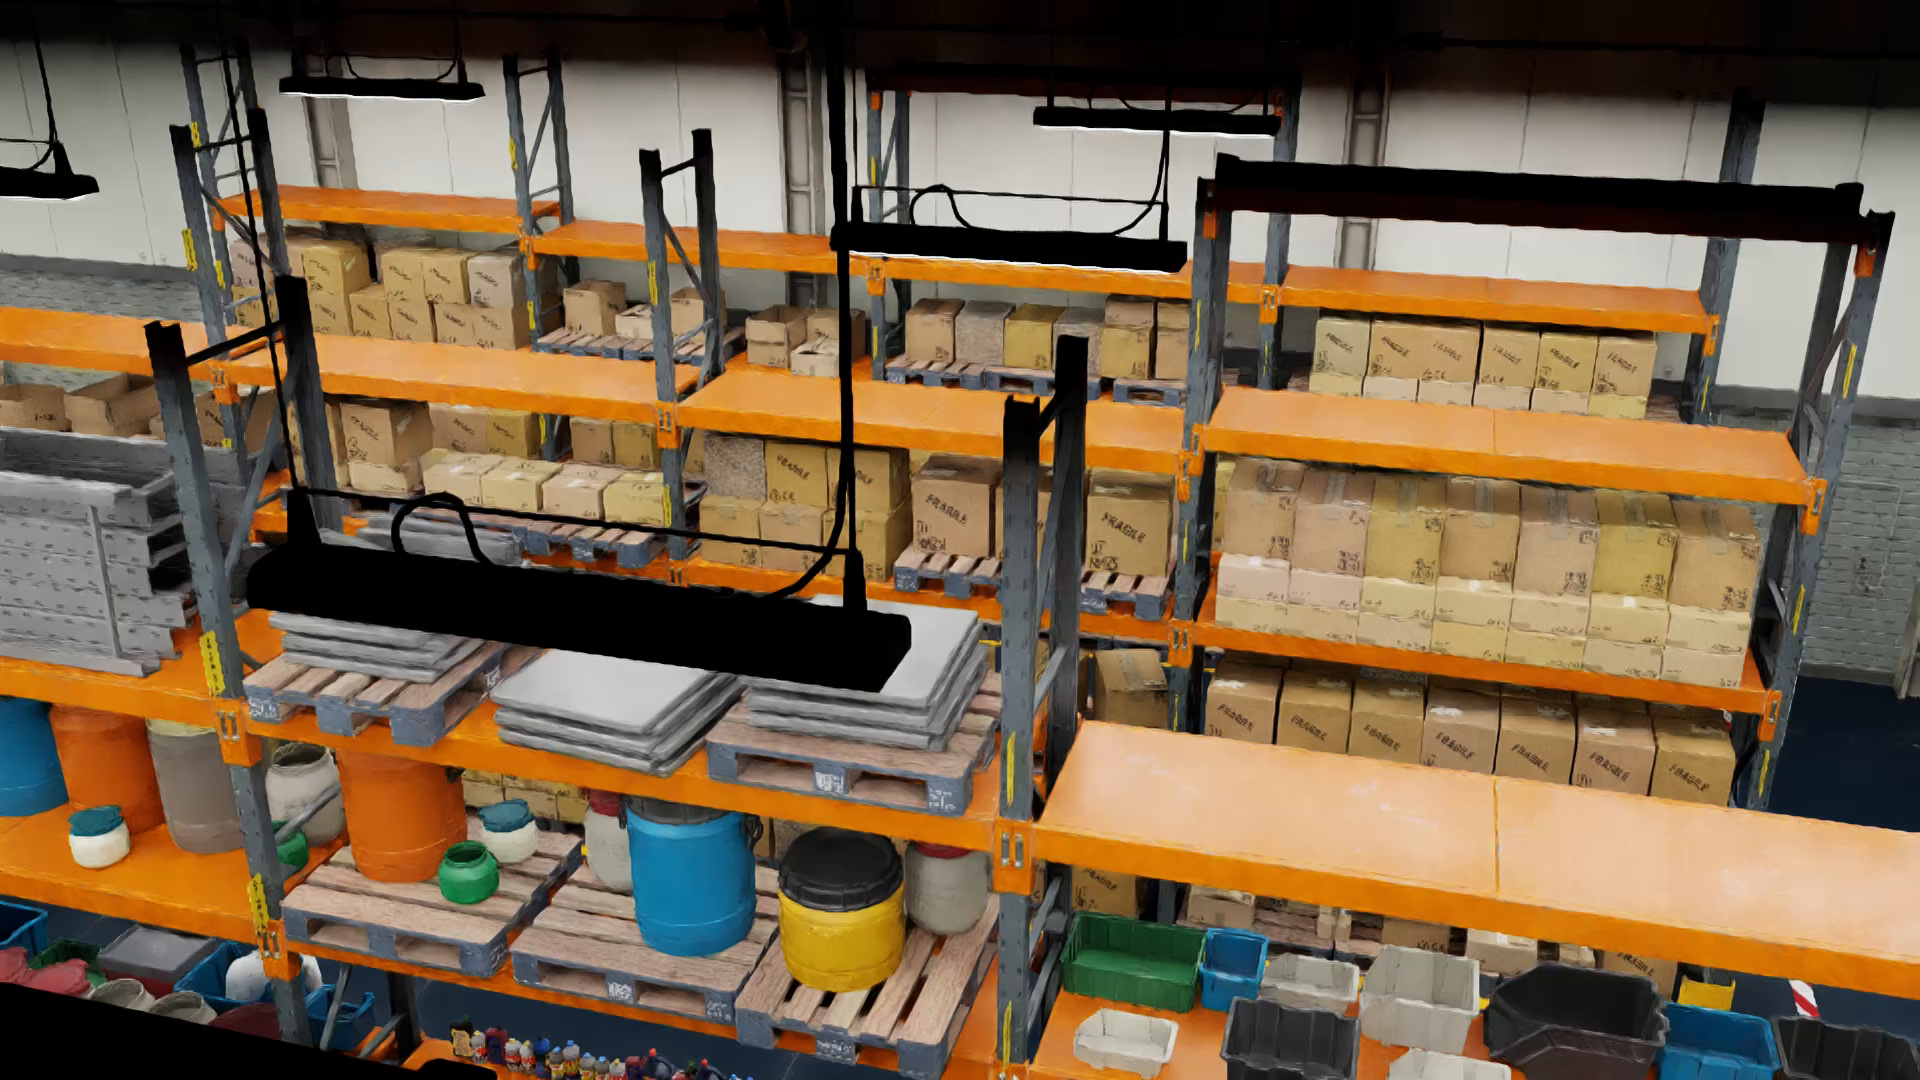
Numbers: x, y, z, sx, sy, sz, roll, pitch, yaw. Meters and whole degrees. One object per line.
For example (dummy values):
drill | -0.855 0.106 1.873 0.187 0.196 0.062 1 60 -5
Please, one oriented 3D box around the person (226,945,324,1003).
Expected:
person | -4.314 3.100 10.535 0.612 1.742 0.485 -11 25 -25
